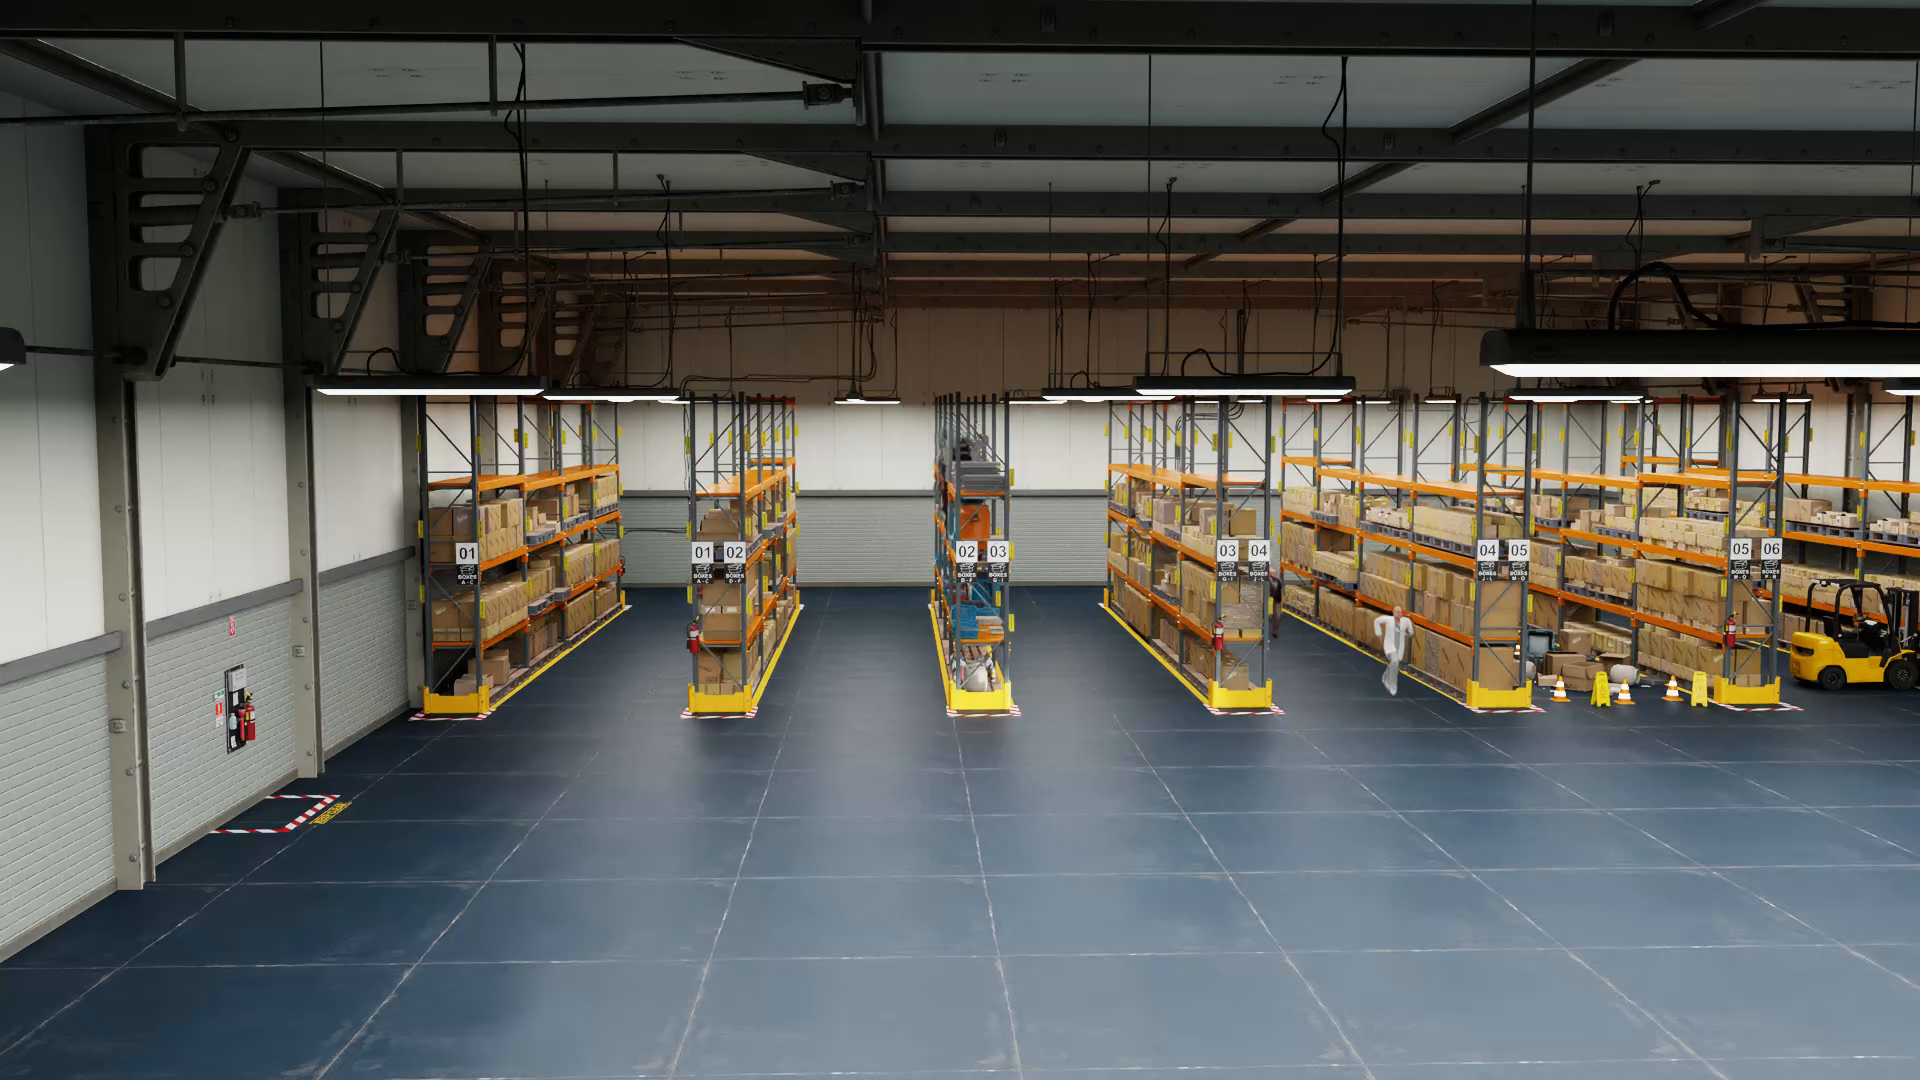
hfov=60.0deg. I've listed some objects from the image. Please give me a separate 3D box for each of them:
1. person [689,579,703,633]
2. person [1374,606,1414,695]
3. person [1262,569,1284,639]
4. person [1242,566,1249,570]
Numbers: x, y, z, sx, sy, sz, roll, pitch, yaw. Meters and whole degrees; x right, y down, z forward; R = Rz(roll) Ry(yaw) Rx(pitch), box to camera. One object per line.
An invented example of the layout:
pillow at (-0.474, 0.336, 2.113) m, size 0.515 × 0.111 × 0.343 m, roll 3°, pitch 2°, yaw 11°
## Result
person at (-6.476, 1.566, 42.023) m, size 0.704 × 1.696 × 1.021 m, roll 0°, pitch 5°, yaw 1°
person at (8.693, 2.186, 33.374) m, size 0.694 × 1.776 × 1.017 m, roll -1°, pitch 5°, yaw -9°
person at (7.779, 1.582, 41.412) m, size 0.671 × 1.721 × 0.798 m, roll -1°, pitch 5°, yaw -10°
person at (8.031, 1.031, 48.292) m, size 0.508 × 1.649 × 0.793 m, roll -4°, pitch 6°, yaw -44°
